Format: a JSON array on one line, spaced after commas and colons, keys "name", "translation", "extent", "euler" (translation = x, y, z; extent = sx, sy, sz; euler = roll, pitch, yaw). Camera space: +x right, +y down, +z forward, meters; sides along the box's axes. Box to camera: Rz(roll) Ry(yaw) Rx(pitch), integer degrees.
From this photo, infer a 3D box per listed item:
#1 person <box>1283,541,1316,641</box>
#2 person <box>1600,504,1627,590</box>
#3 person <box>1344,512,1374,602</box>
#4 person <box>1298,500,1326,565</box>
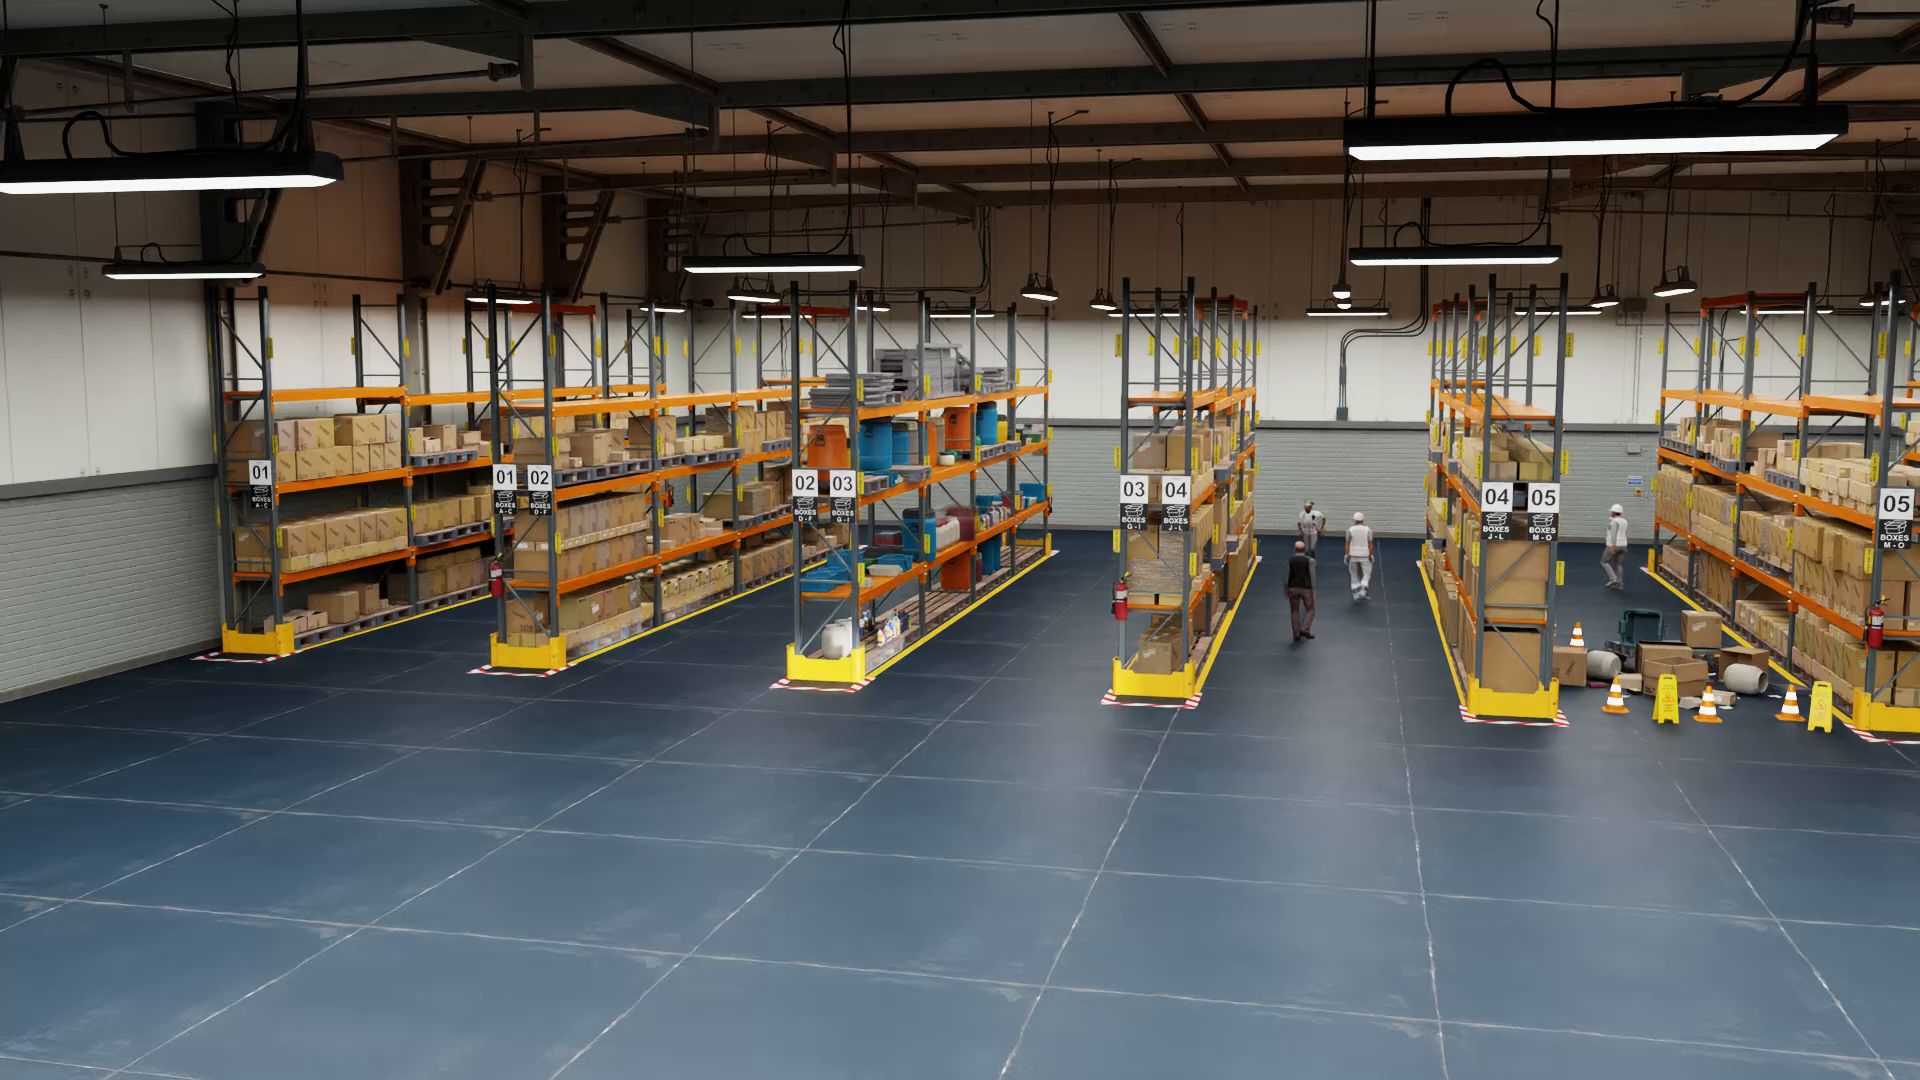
[{"name": "person", "translation": [5.837, 0.880, 28.549], "extent": [0.573, 1.721, 0.535], "euler": [2, 7, 18]}, {"name": "person", "translation": [13.681, 0.138, 34.630], "extent": [0.542, 1.759, 0.469], "euler": [-2, 7, -21]}, {"name": "person", "translation": [7.908, 0.341, 32.945], "extent": [0.573, 1.787, 0.553], "euler": [2, 7, 15]}, {"name": "person", "translation": [8.016, -0.129, 37.874], "extent": [0.620, 1.586, 0.727], "euler": [3, 7, 23]}]
